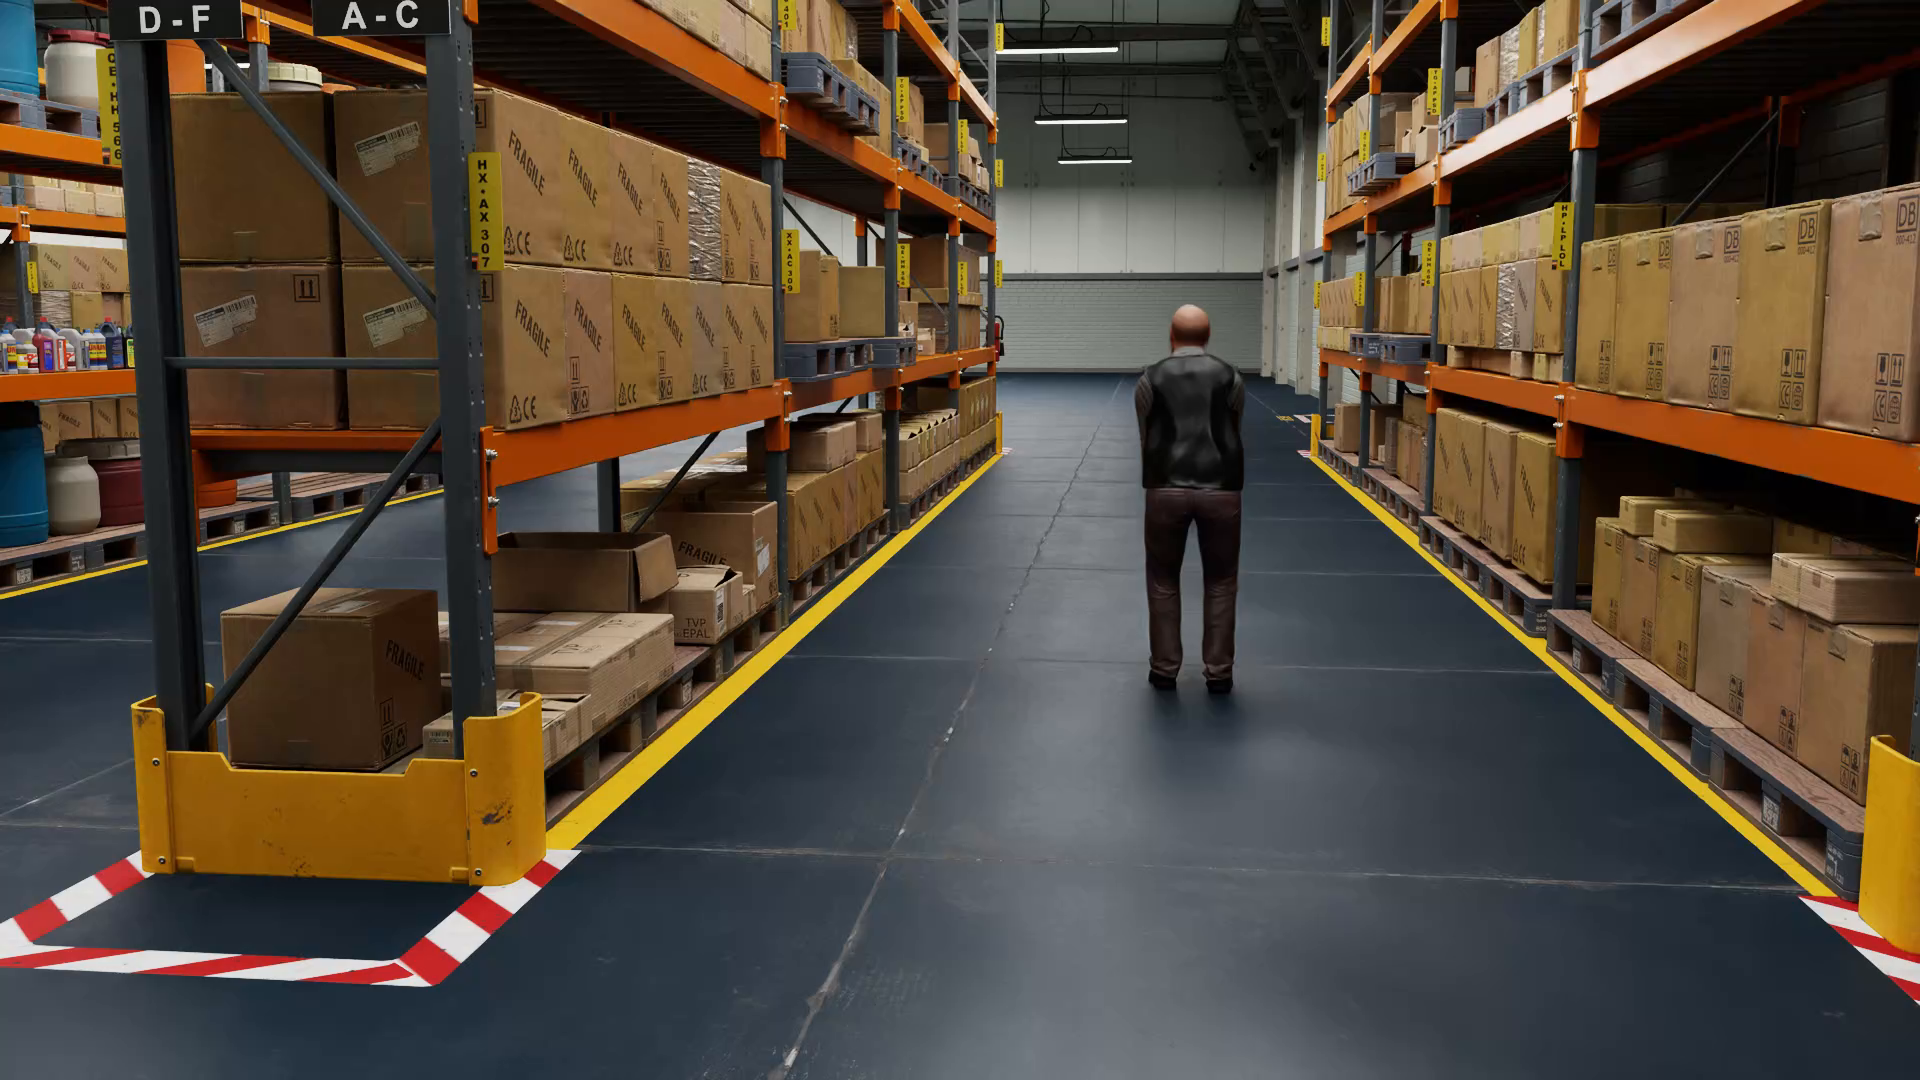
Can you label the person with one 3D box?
[{"bbox_3d":[1.018,-0.192,7.431,0.486,1.703,0.557,1,8,5],"label":"person"}]
